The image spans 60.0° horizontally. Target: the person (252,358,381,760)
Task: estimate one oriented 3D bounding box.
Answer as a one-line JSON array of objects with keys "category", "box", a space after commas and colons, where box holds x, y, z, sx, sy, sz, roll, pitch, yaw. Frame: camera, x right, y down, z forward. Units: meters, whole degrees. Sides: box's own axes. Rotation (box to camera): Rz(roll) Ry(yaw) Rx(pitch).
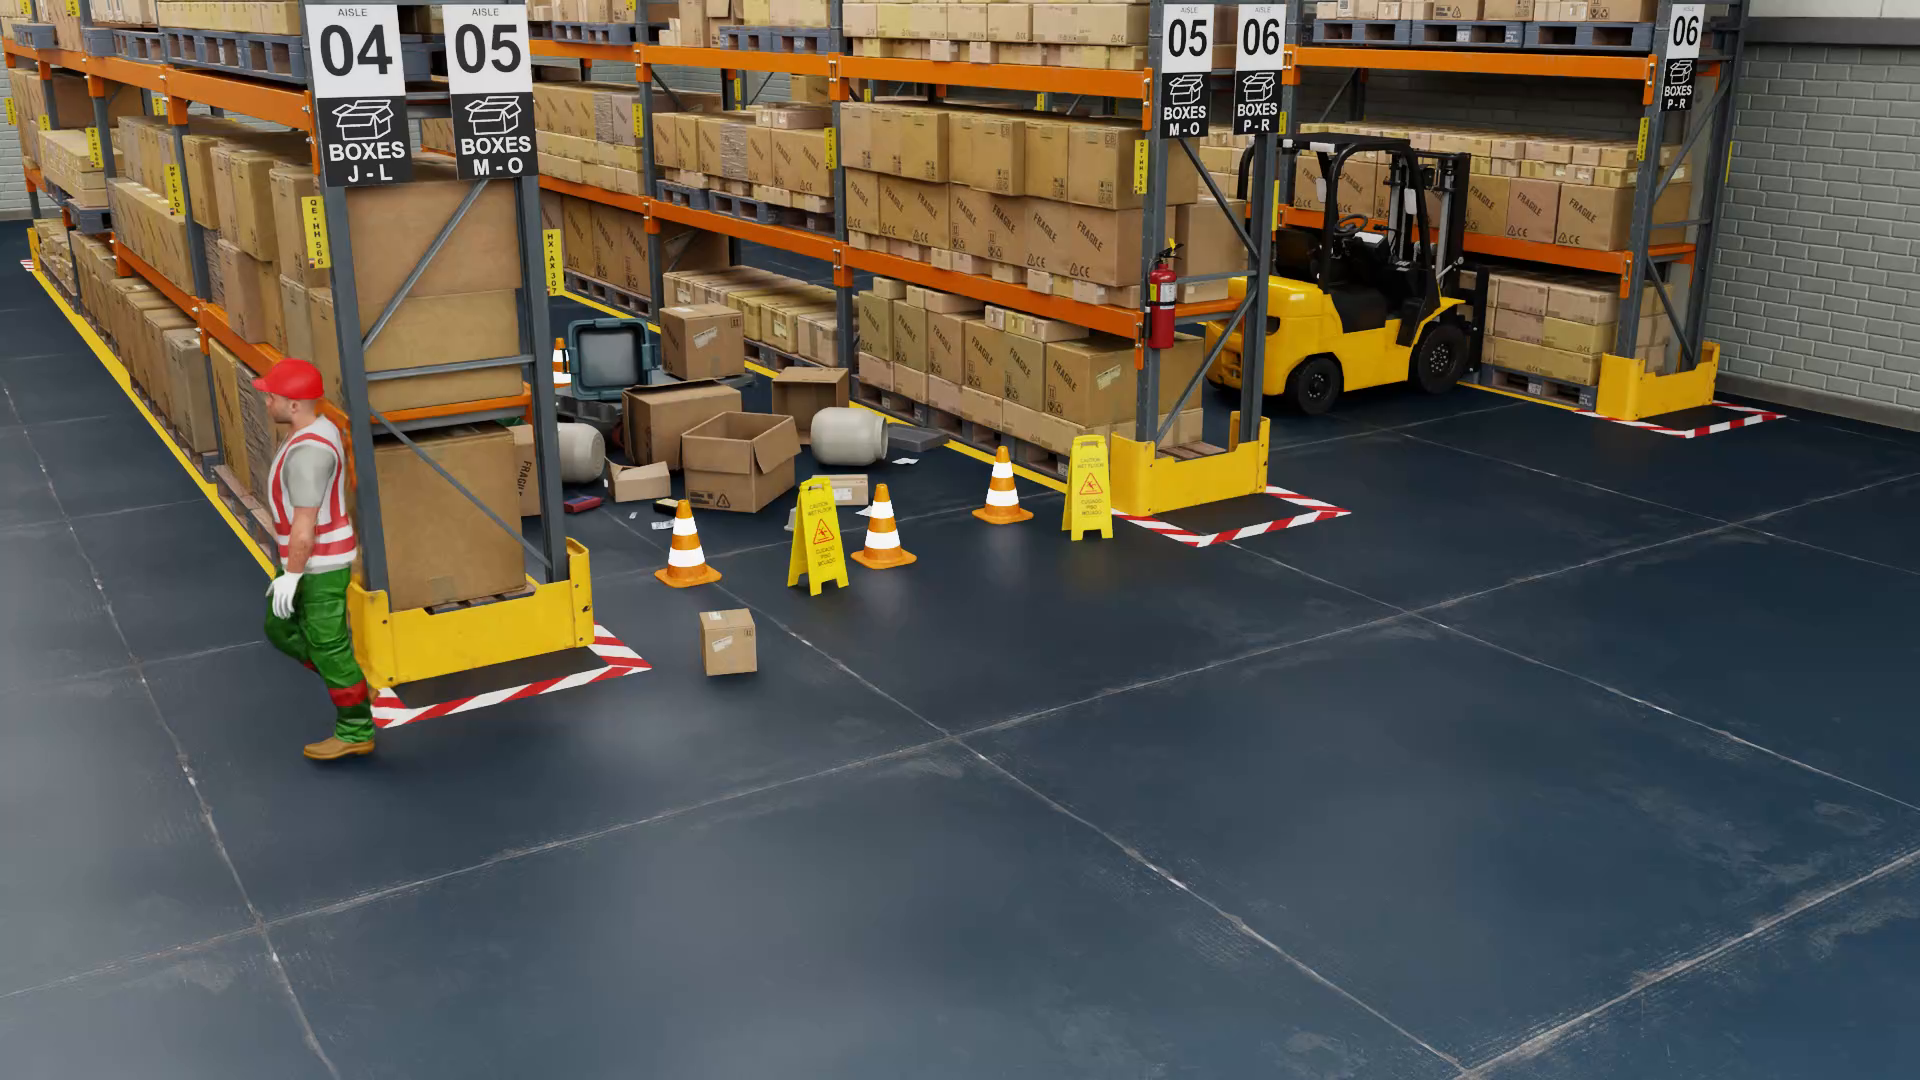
[{"category": "person", "box": [-2.790, 0.101, 7.136, 0.451, 1.793, 0.542, -7, 19, -20]}]
